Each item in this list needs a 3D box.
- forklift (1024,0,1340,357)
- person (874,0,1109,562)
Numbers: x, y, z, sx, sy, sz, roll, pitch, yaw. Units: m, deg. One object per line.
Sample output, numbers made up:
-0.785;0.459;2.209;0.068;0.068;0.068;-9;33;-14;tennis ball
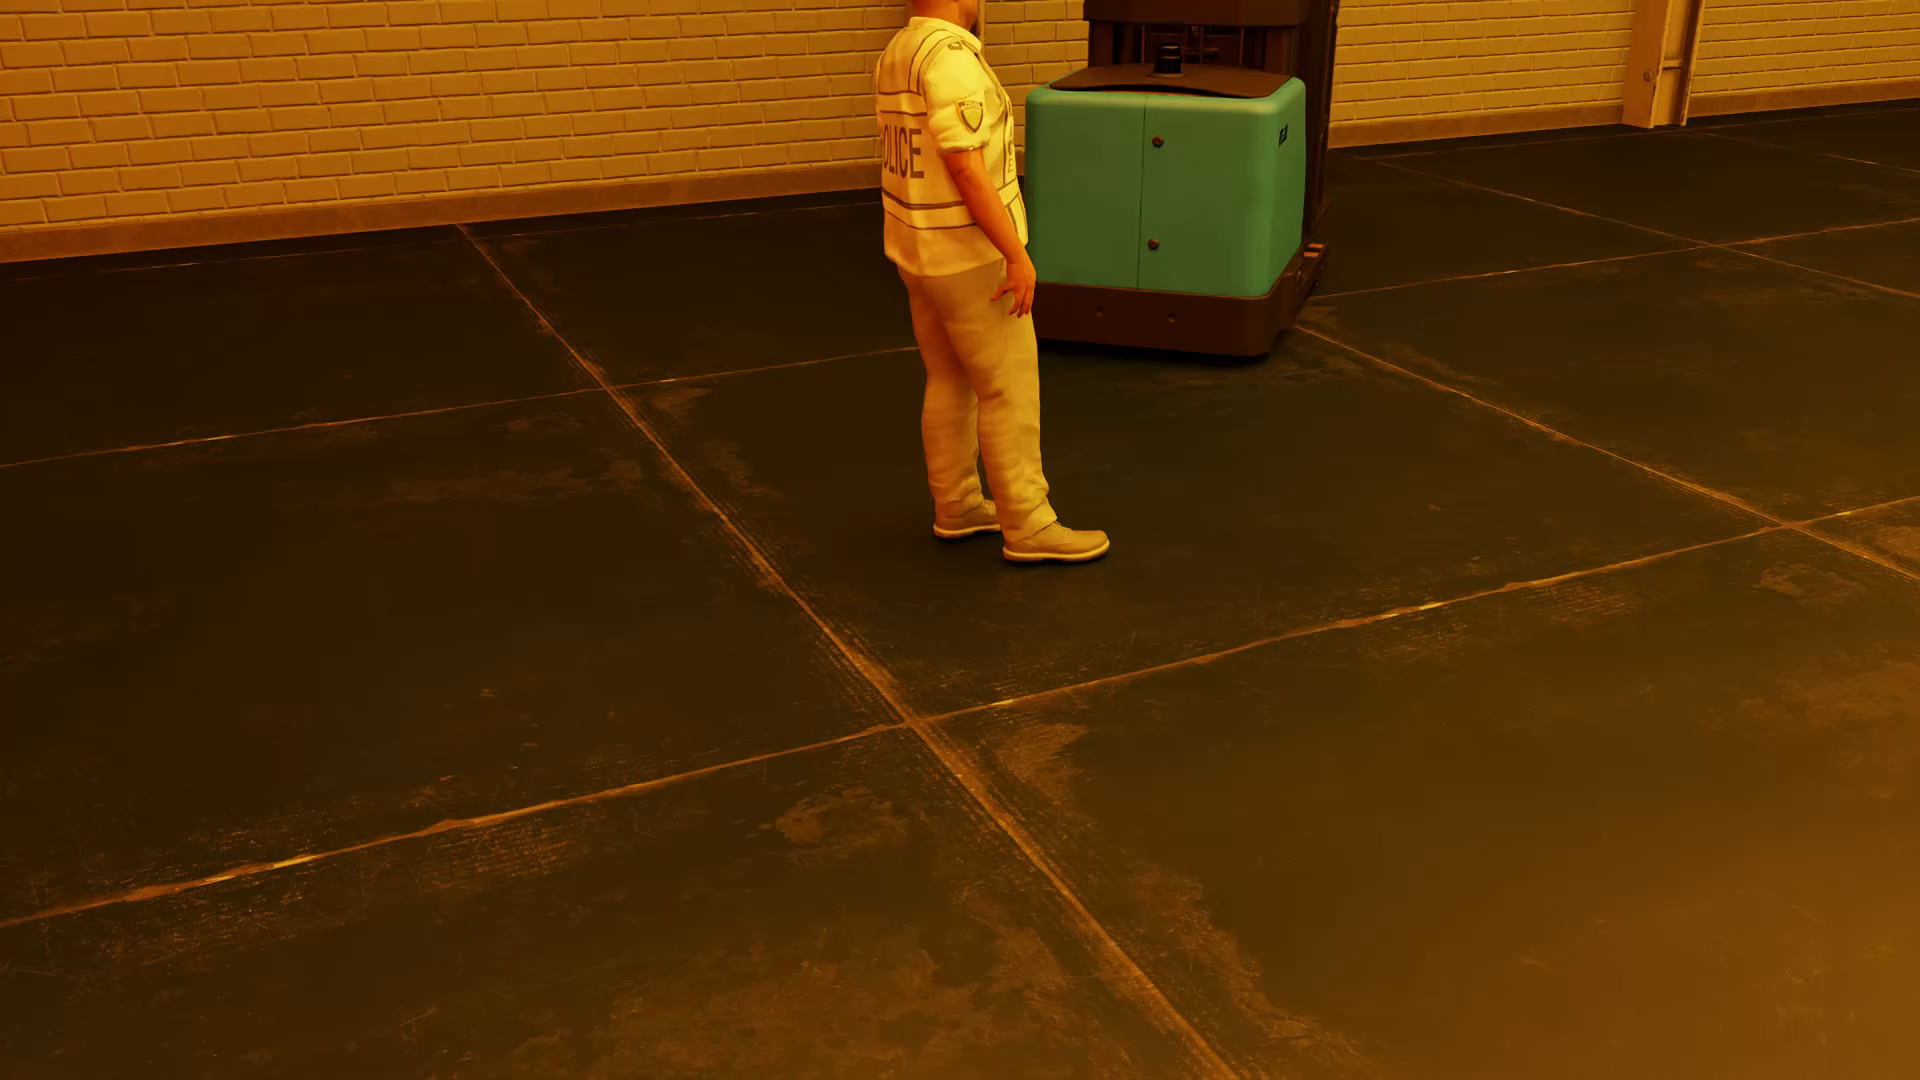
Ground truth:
1.199;-2.629;7.614;1.130;2.935;3.031;7;24;17;forklift
0.075;-0.838;4.783;0.575;1.780;0.640;-10;25;-23;person
